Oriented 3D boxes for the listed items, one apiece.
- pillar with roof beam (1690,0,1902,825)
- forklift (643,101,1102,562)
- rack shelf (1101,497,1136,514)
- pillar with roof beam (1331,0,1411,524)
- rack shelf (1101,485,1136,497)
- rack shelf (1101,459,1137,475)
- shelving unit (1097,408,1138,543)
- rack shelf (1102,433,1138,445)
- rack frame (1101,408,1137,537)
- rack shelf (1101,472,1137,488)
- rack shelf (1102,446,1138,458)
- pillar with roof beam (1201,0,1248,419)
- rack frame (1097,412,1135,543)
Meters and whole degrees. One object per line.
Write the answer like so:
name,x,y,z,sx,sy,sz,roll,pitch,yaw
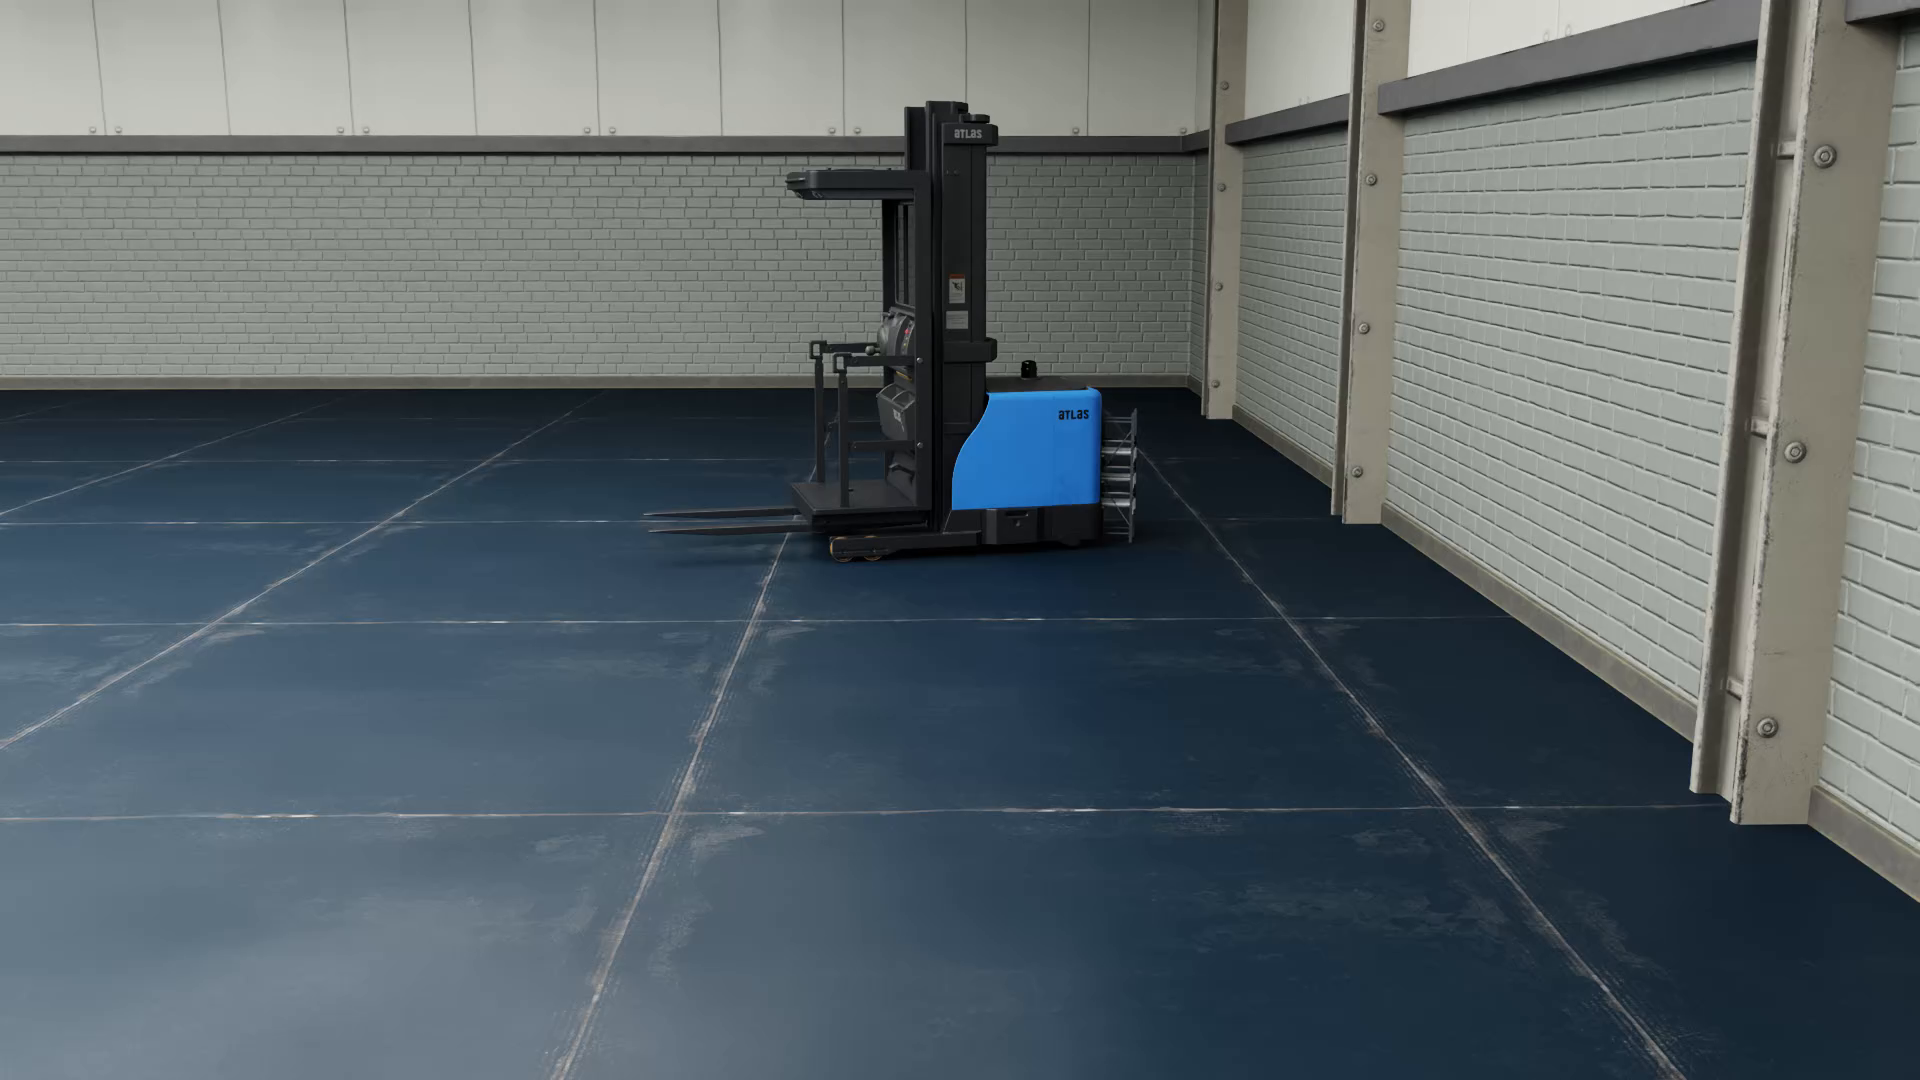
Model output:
pillar with roof beam,-1.227,-3.360,5.487,9.100,9.000,0.400,0,11,-1
forklift,-0.611,-1.407,11.123,3.031,2.935,1.130,-3,12,-13
rack shelf,1.087,-0.239,11.546,0.258,0.077,0.200,2,12,11
pillar with roof beam,-1.351,-4.552,11.366,9.100,9.000,0.400,0,11,-1
rack shelf,1.087,-0.327,11.528,0.258,0.077,0.200,2,12,11
rack shelf,1.087,-0.503,11.492,0.258,0.077,0.200,2,12,11
shelving unit,1.087,-0.448,11.504,0.258,0.900,0.210,2,12,11
rack shelf,1.087,-0.680,11.457,0.258,0.077,0.200,2,12,11
rack frame,1.106,-0.468,11.602,0.240,0.900,0.006,2,12,11
rack shelf,1.087,-0.415,11.510,0.258,0.077,0.200,2,12,11
rack shelf,1.087,-0.592,11.474,0.258,0.077,0.200,2,12,11
pillar with roof beam,-1.475,-5.745,17.244,9.100,9.000,0.400,0,11,-1
rack frame,1.068,-0.428,11.406,0.240,0.900,0.006,2,12,11
